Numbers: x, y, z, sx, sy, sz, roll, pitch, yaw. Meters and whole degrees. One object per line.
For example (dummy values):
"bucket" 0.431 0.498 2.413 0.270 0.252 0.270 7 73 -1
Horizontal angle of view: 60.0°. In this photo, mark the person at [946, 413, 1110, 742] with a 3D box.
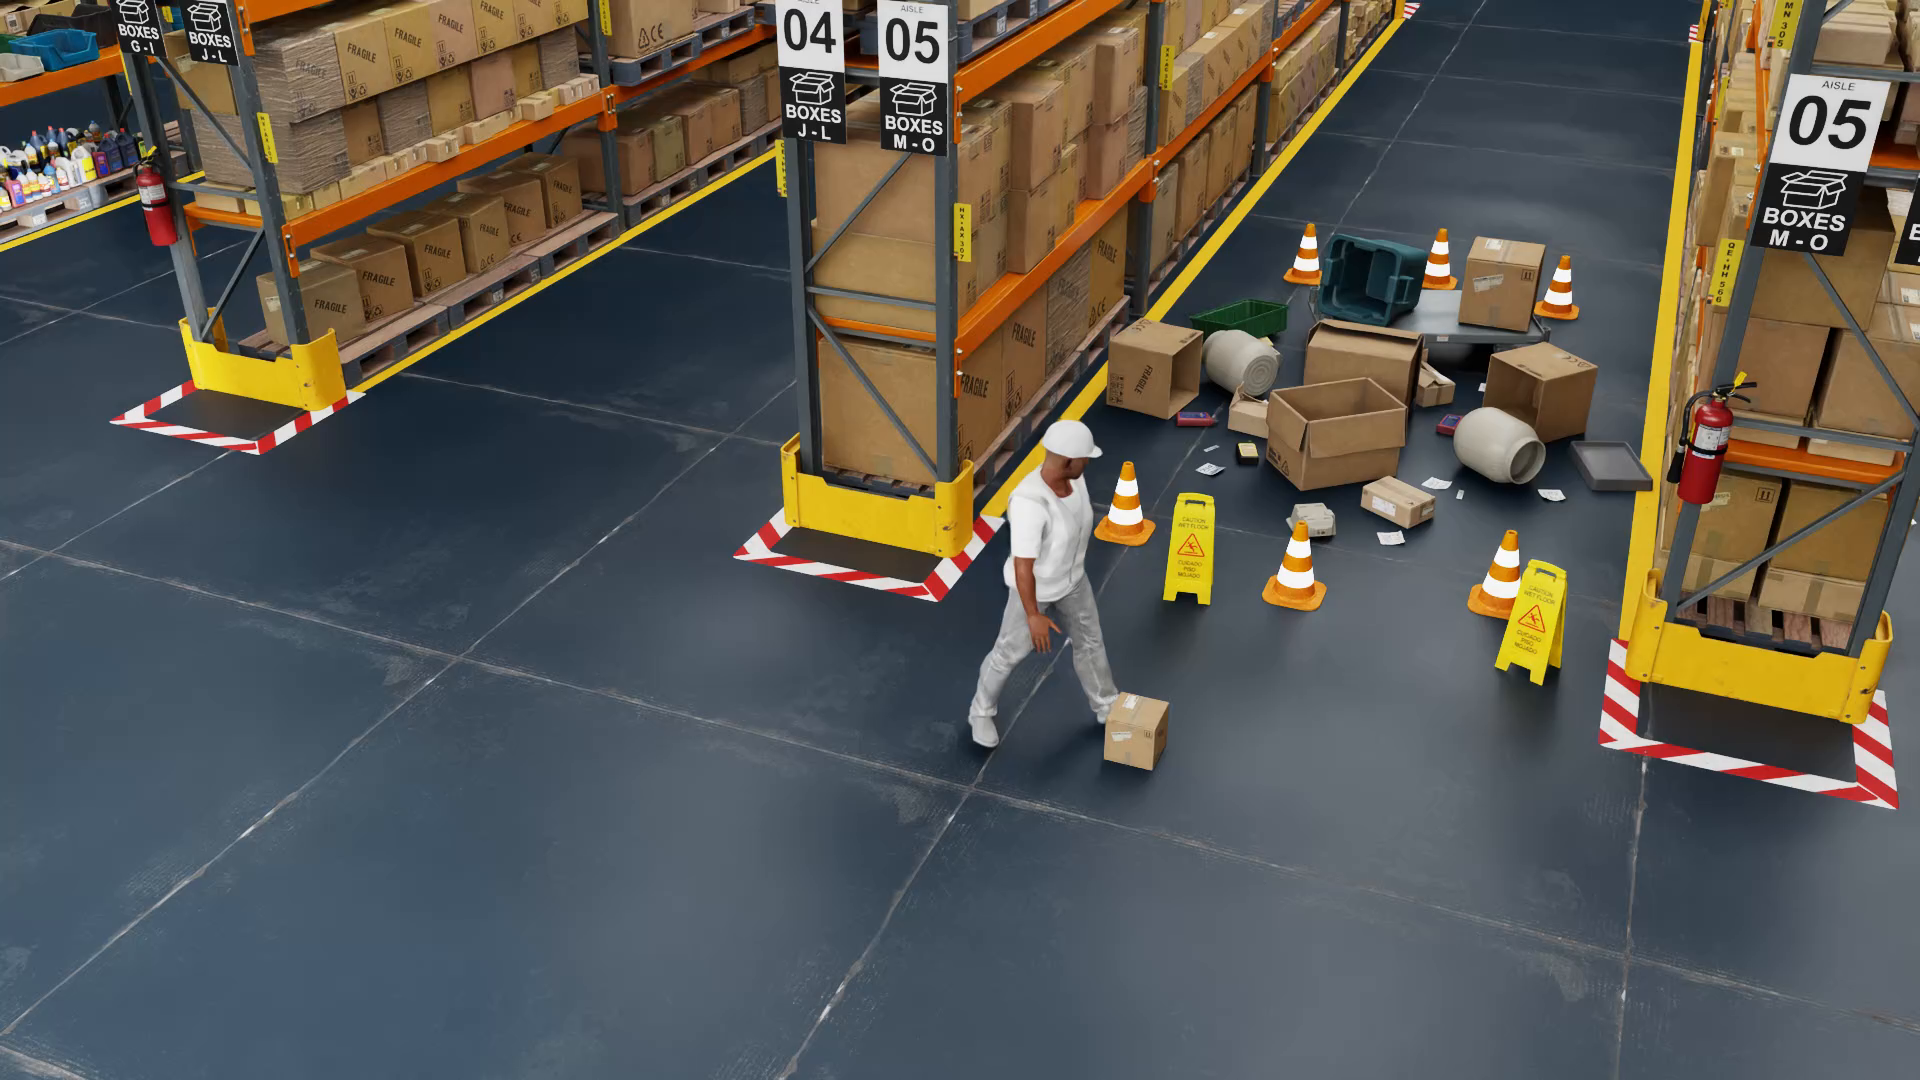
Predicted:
"person" 0.398 0.208 8.009 0.873 1.754 0.679 16 33 25
